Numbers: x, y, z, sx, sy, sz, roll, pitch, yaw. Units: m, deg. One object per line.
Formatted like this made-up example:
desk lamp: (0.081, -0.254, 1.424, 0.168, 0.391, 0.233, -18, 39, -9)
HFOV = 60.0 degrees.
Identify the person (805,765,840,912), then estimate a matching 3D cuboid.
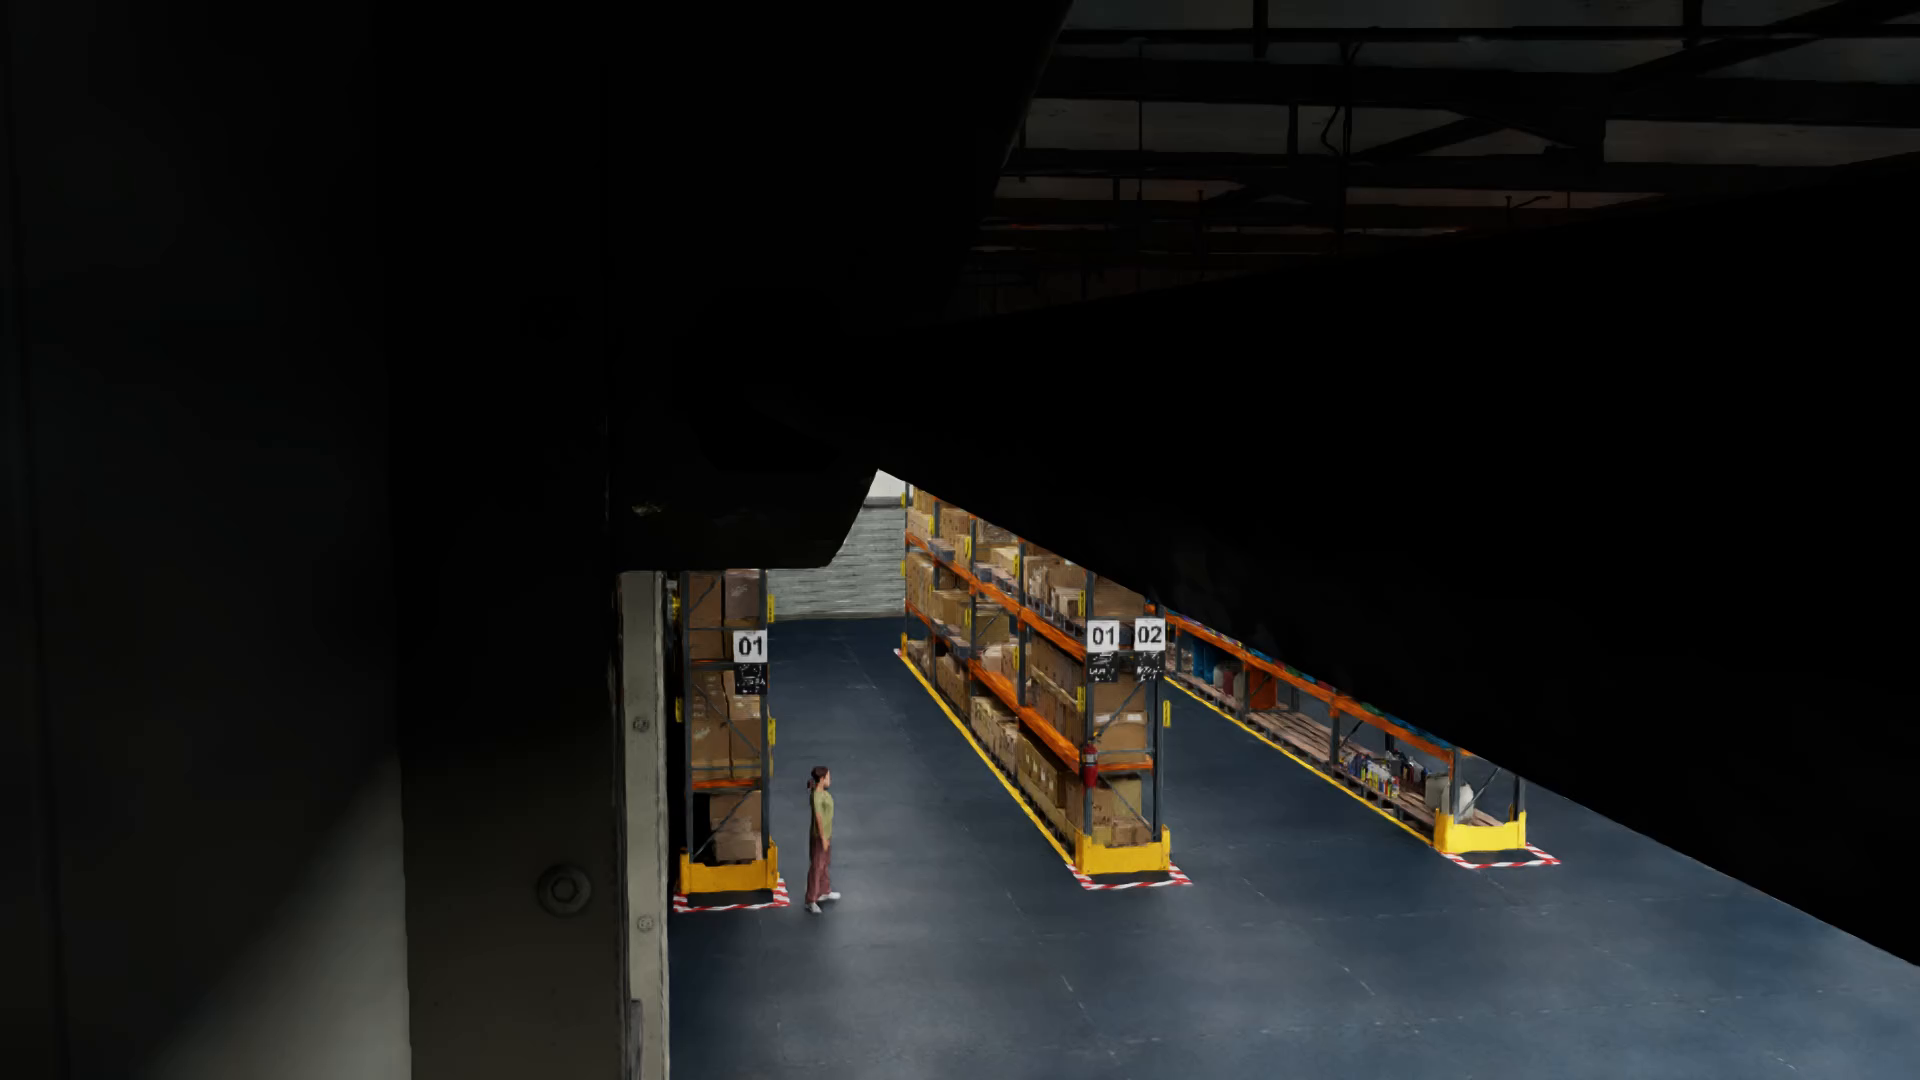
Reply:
person: (-1.620, 3.462, 19.492, 0.381, 1.677, 0.621, 0, 6, 1)
